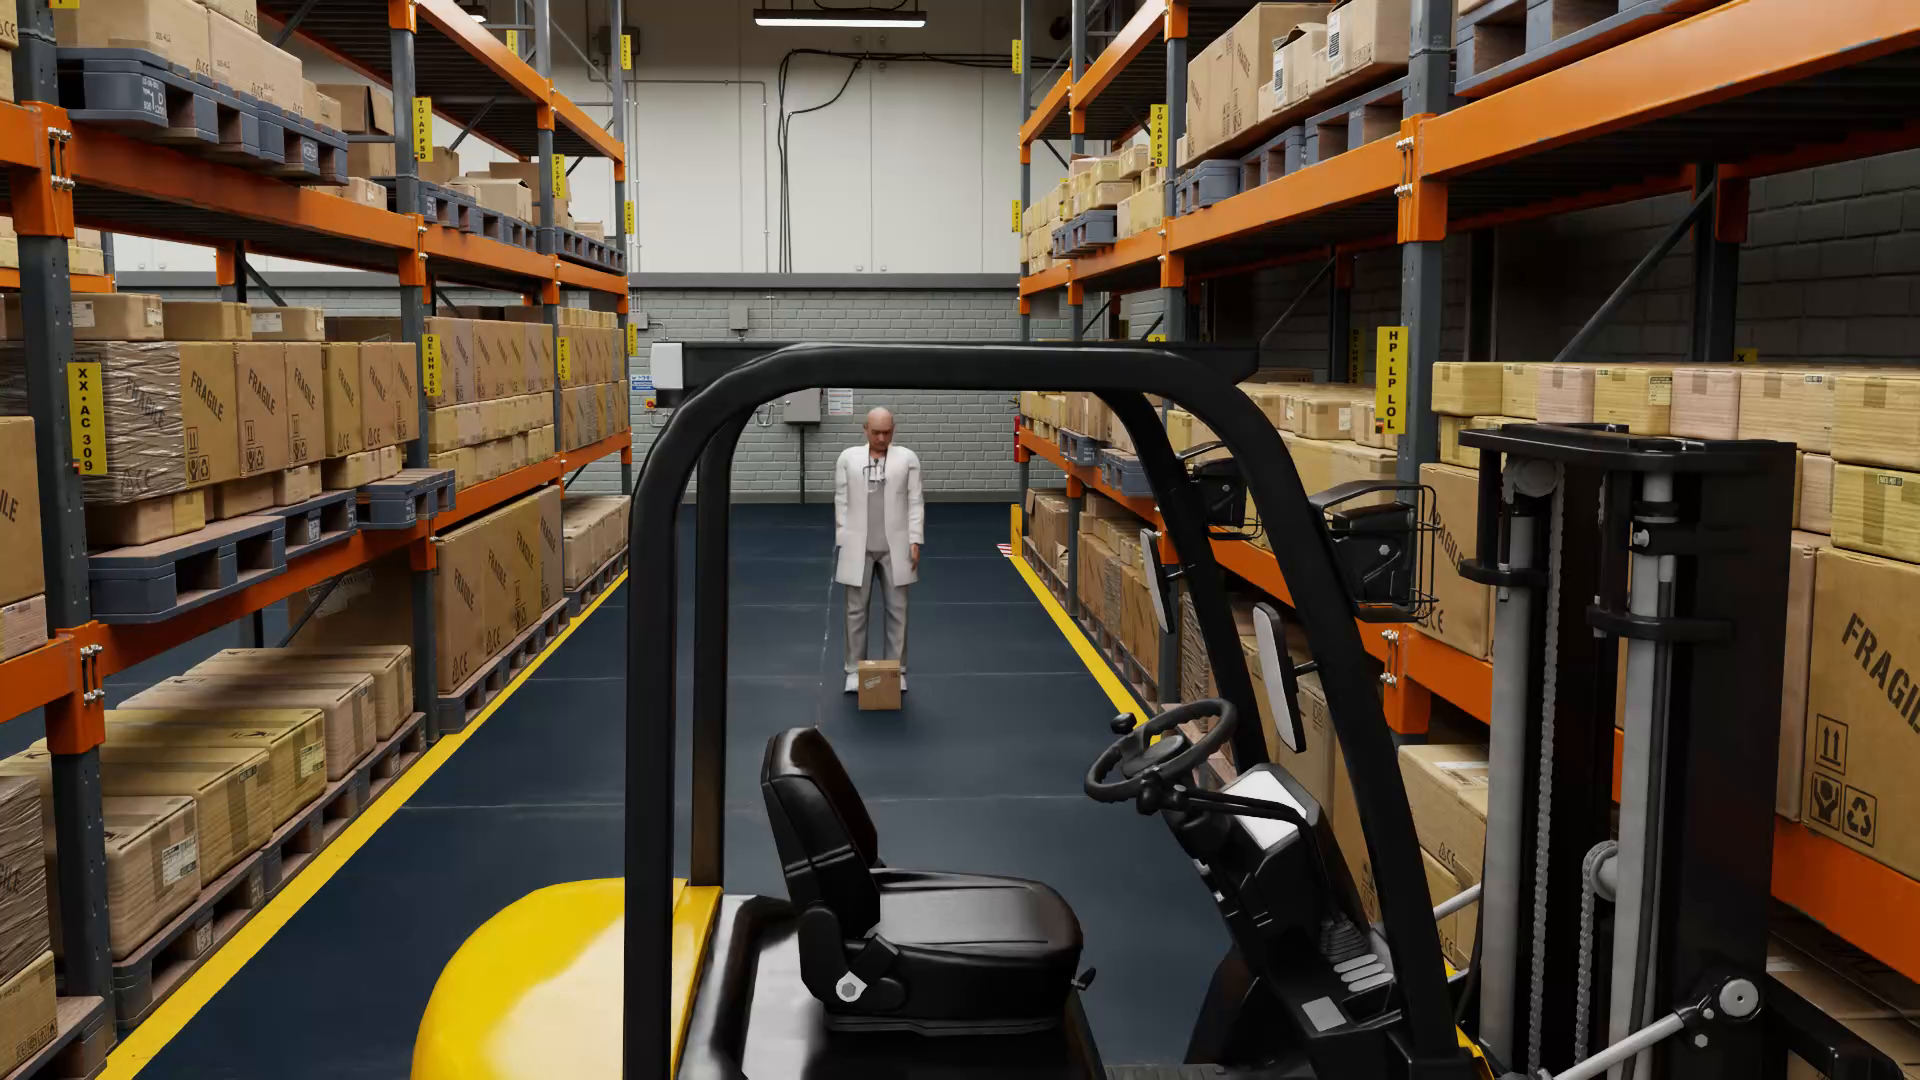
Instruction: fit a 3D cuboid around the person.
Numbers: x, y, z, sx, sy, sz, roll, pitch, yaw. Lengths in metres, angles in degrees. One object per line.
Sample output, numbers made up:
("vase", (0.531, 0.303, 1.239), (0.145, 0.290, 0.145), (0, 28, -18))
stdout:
("person", (-0.500, 0.123, 10.377), (0.564, 1.638, 0.377), (0, 7, -3))
